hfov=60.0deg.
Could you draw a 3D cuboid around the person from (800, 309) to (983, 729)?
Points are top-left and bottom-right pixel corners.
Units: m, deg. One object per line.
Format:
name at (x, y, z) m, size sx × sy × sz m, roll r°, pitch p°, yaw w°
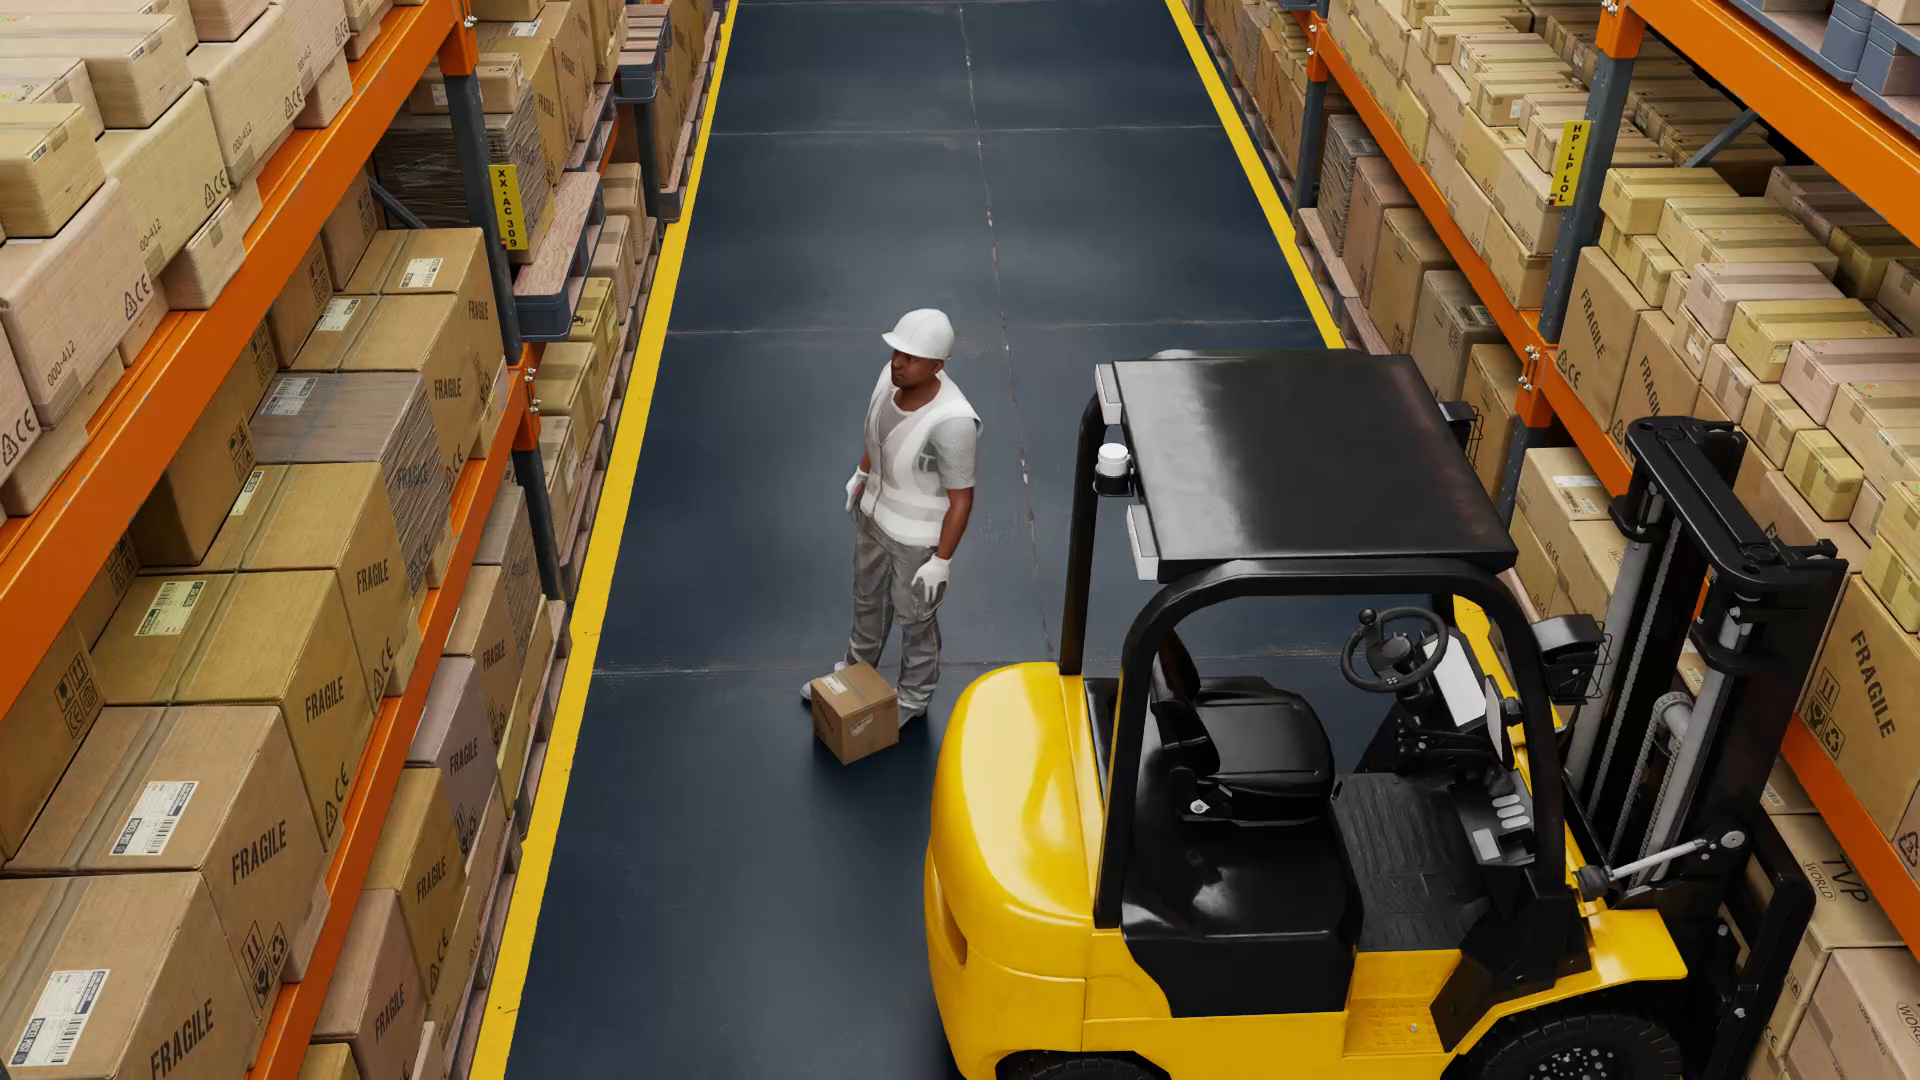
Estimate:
person at (-0.259, -0.036, 6.165) m, size 0.577 × 1.782 × 0.652 m, roll -19°, pitch 39°, yaw -25°
